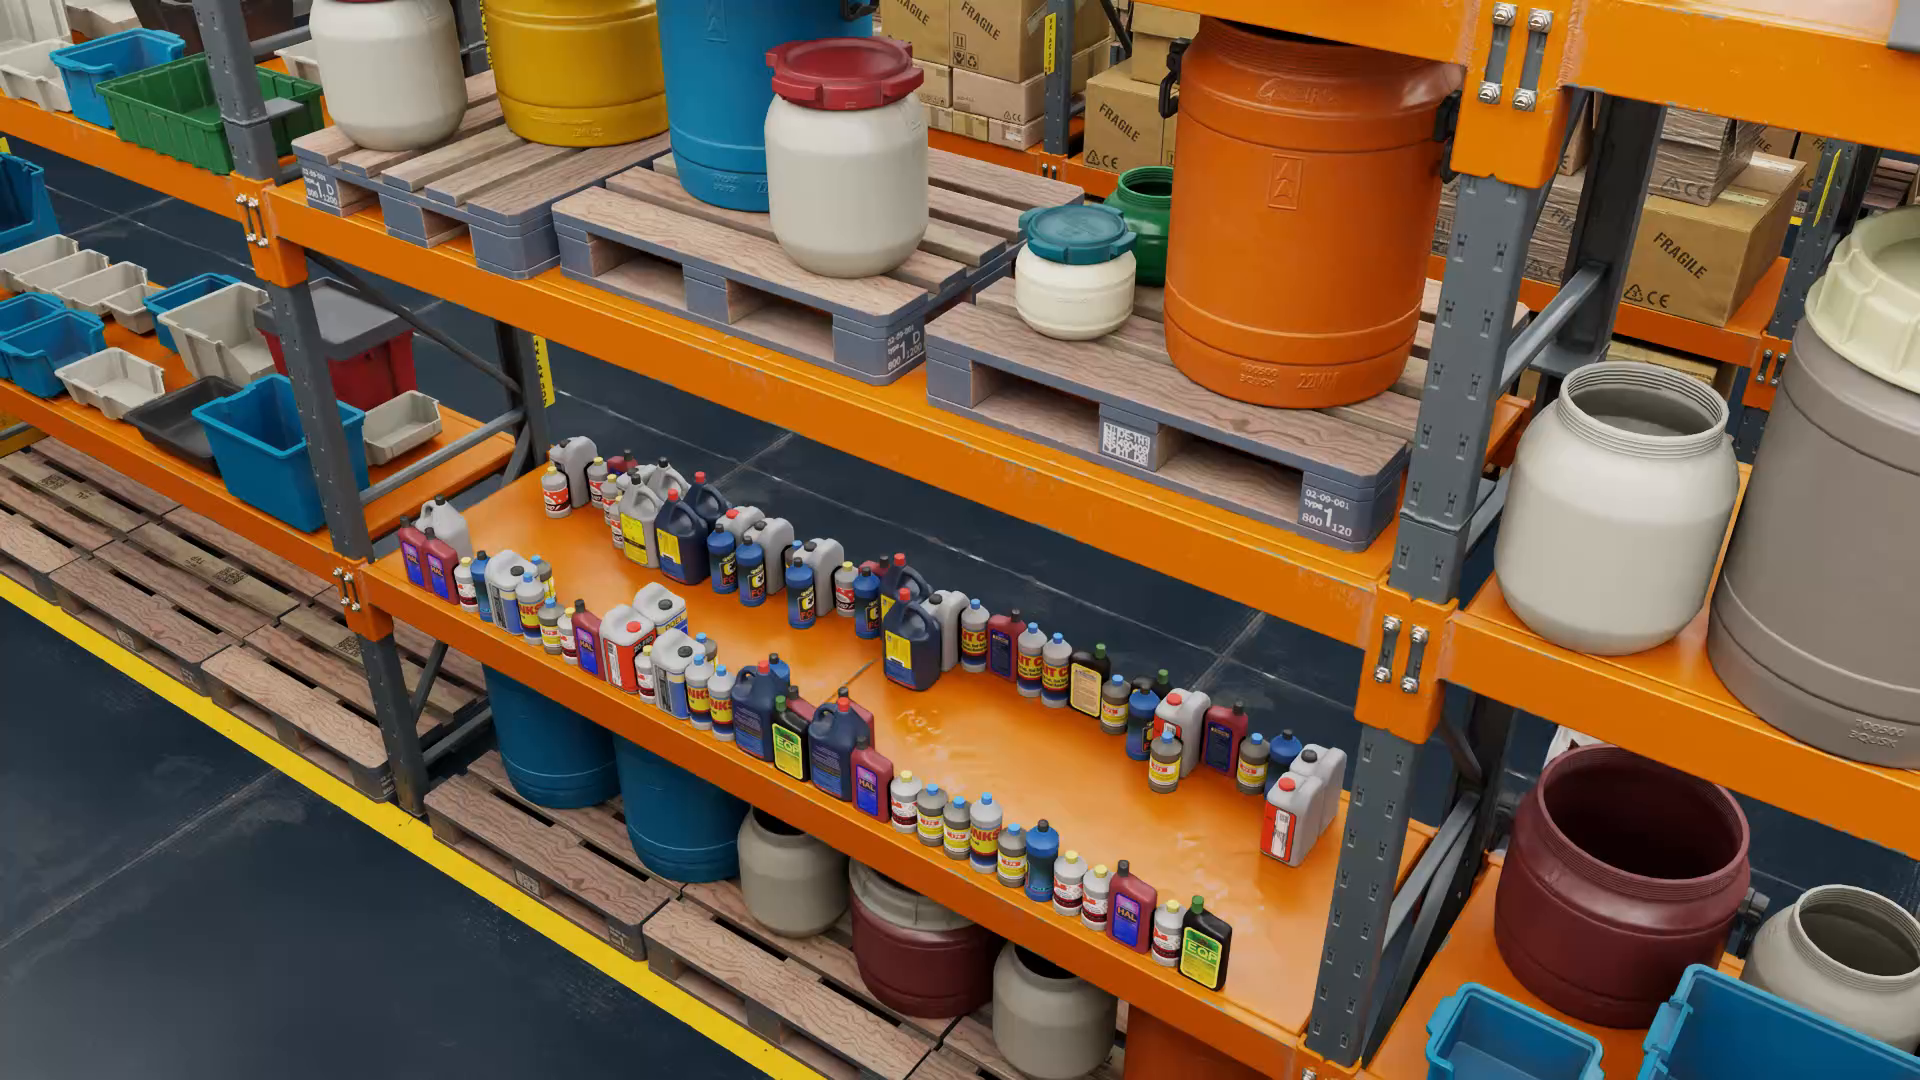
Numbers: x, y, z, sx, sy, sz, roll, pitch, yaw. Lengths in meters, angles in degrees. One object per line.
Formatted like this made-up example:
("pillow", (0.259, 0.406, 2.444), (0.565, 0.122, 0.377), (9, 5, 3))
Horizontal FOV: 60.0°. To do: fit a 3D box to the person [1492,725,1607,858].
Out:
("person", (2.205, 0.821, 5.909), (0.681, 1.746, 0.668), (19, 39, 25))
